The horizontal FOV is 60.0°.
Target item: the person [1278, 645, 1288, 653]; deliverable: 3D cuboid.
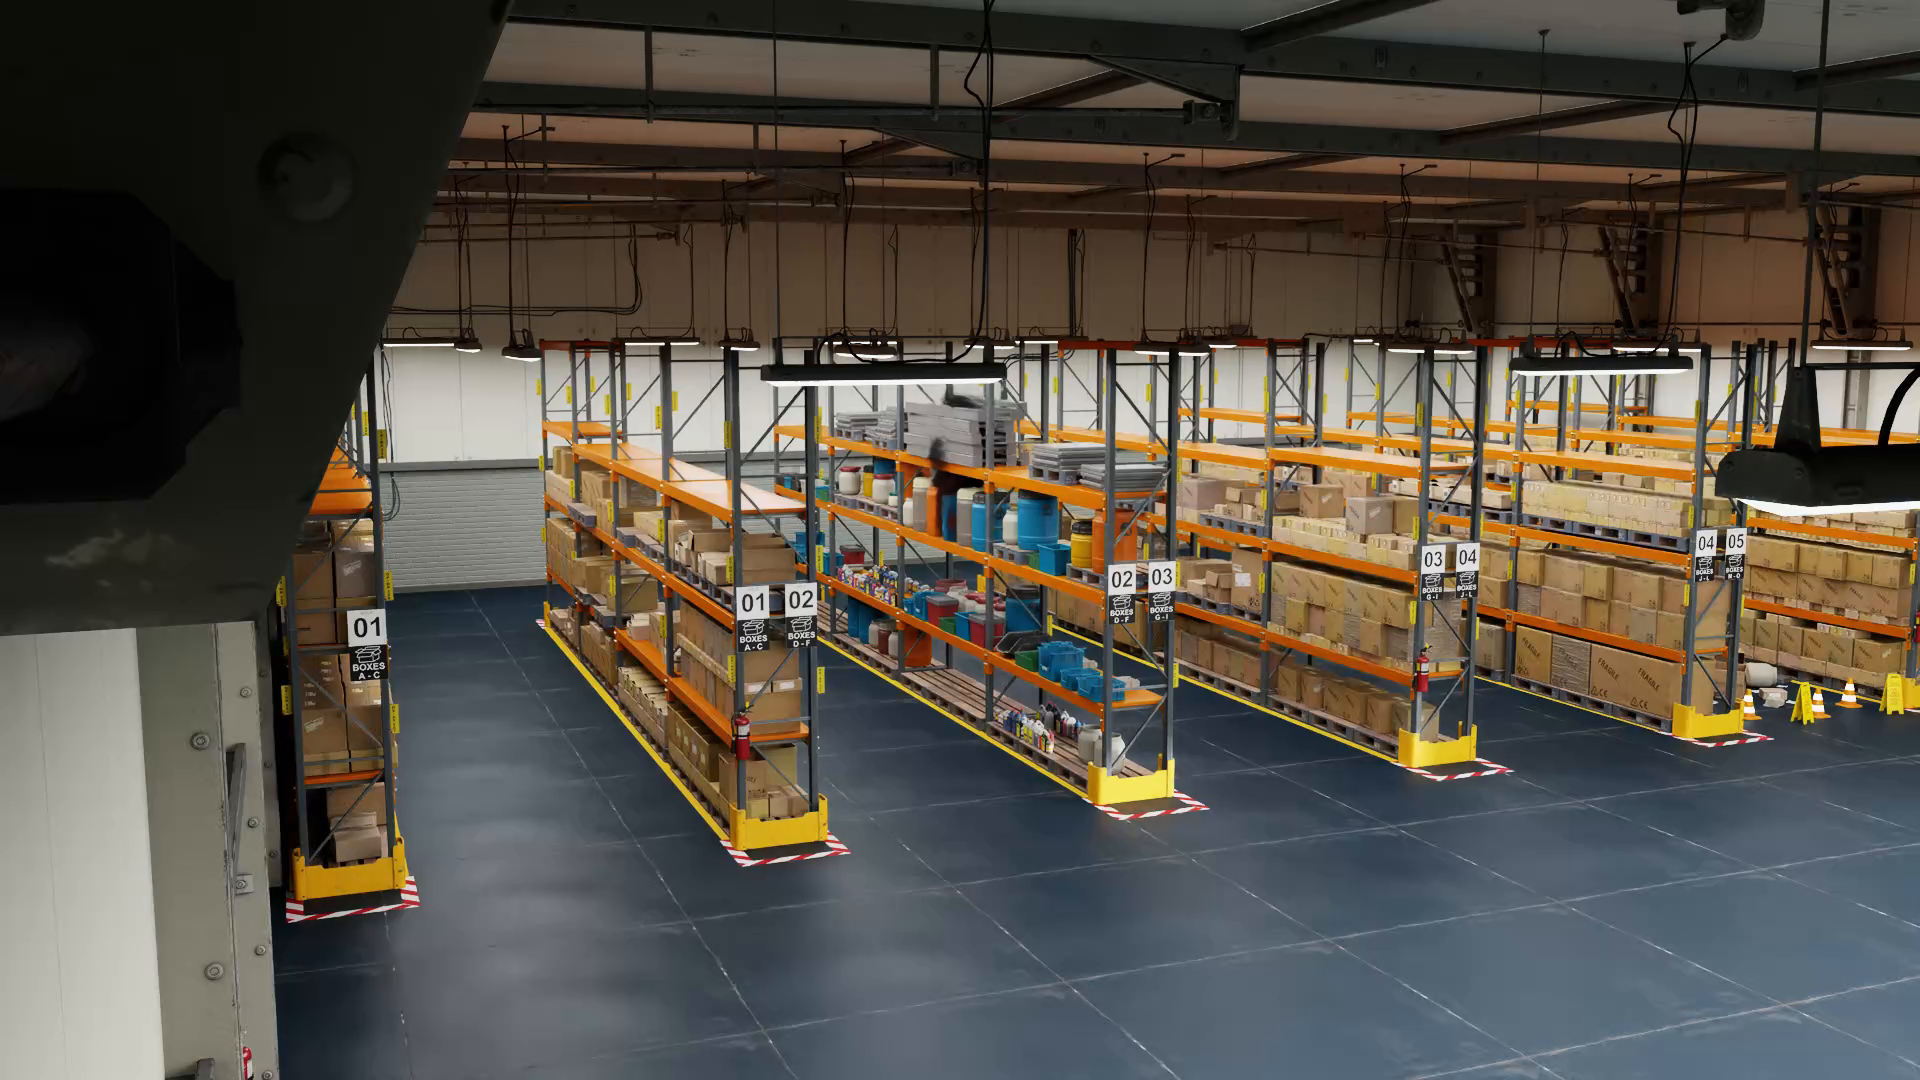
[{"bbox_3d":[6.204,1.400,31.214,0.675,1.741,0.672,-5,9,-33],"label":"person"}]
